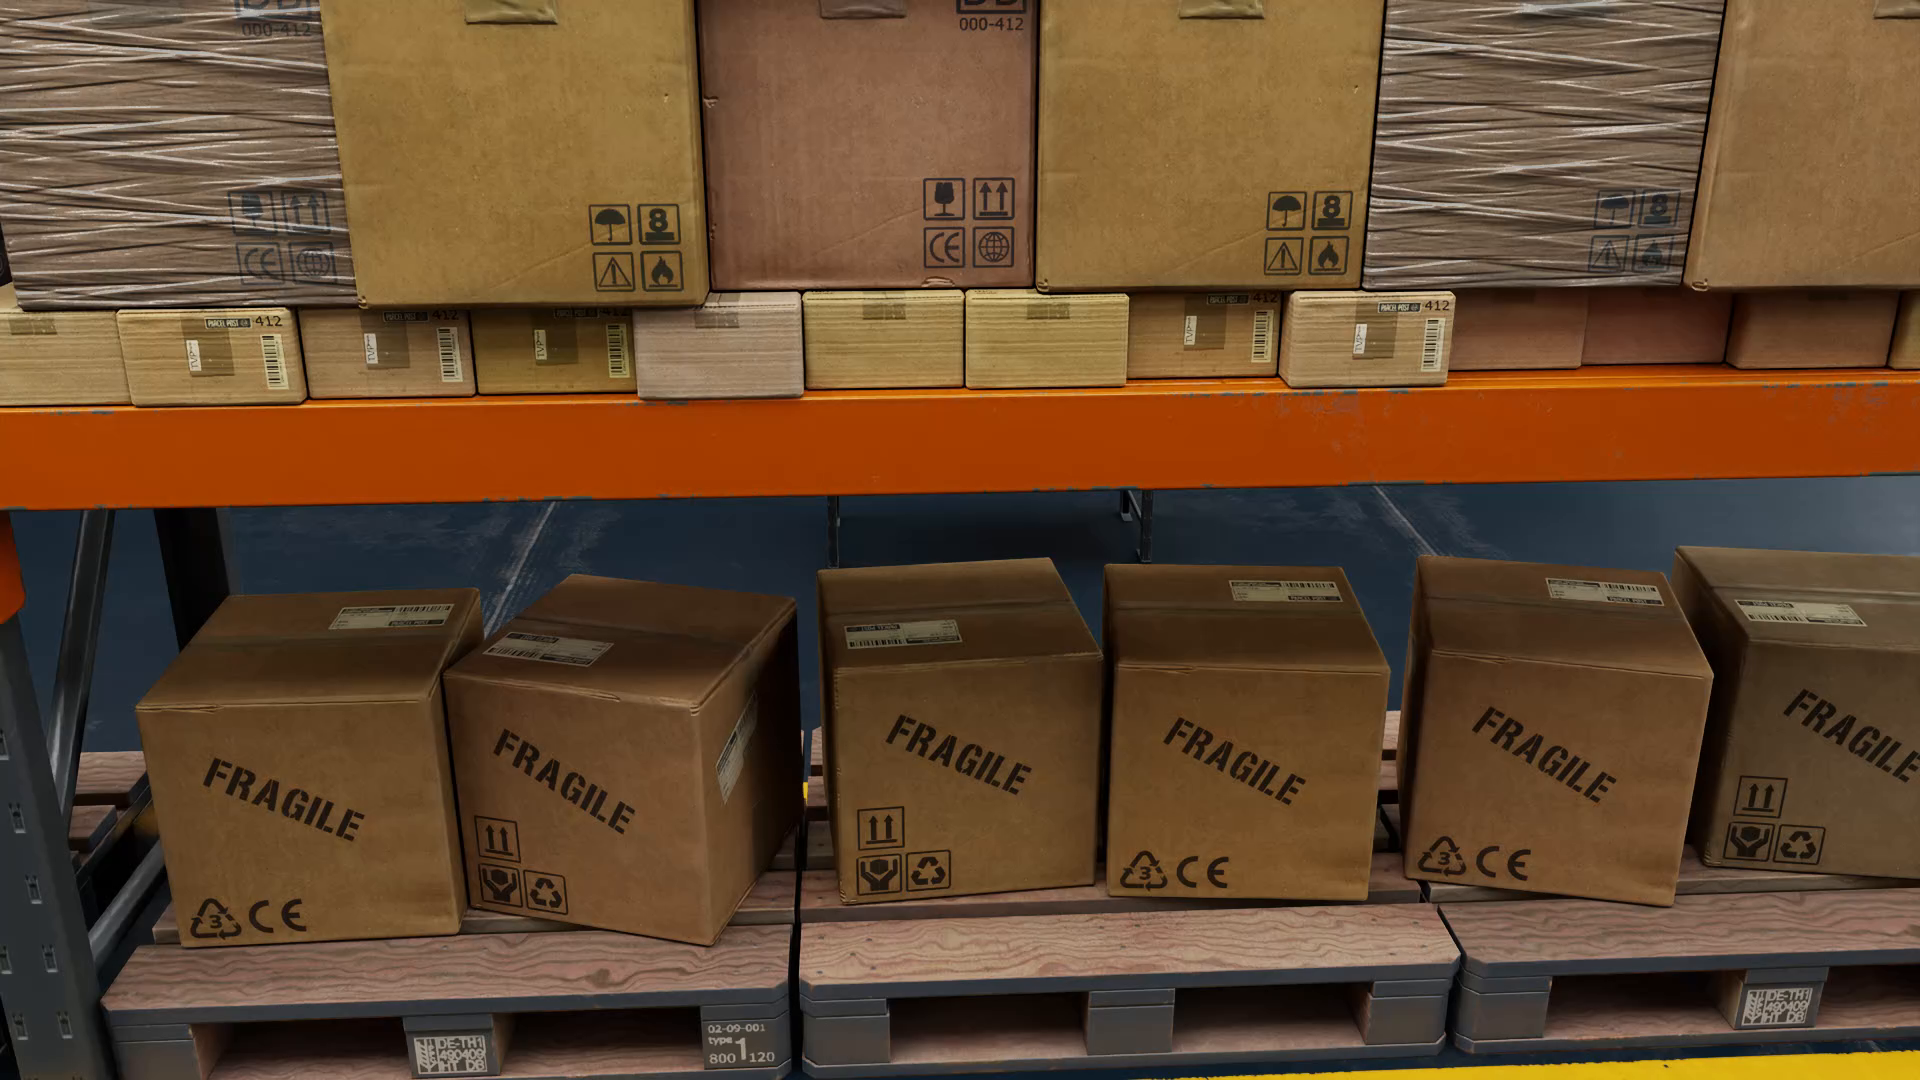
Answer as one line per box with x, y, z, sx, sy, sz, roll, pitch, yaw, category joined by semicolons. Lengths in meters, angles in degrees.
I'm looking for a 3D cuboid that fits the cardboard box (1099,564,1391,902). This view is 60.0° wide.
0.543;0.373;3.348;0.500;0.500;0.500;1;21;2;cardboard box

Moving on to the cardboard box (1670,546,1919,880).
1.764;0.343;3.427;0.500;0.500;0.500;3;21;7;cardboard box

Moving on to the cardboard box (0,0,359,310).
-1.152;-0.727;2.757;0.500;0.500;0.875;-1;21;-3;cardboard box

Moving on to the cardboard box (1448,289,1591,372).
0.869;-0.408;2.830;0.250;0.149;0.380;-1;21;-3;cardboard box

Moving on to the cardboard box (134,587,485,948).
-1.204;0.424;3.216;0.500;0.500;0.500;-2;21;-5;cardboard box

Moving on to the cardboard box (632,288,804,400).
-0.374;-0.349;2.675;0.250;0.149;0.380;-1;21;-3;cardboard box

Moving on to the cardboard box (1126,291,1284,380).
0.370;-0.391;2.785;0.250;0.149;0.380;-1;21;-3;cardboard box

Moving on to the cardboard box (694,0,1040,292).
-0.158;-0.771;2.872;0.500;0.500;0.875;-1;21;-3;cardboard box

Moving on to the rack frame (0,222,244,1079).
-1.605;-0.554;2.862;0.127;3.000;1.000;-1;21;-3;rack frame

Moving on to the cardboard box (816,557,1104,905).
-0.017;0.369;3.360;0.500;0.500;0.500;-3;21;-8;cardboard box

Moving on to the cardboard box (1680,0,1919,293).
1.345;-0.767;2.862;0.500;0.500;0.875;-1;21;-3;cardboard box

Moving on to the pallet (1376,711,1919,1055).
1.499;0.673;3.557;1.213;0.211;1.003;-1;21;-3;pallet

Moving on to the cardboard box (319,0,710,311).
-0.651;-0.725;2.751;0.500;0.500;0.875;-1;21;-3;cardboard box

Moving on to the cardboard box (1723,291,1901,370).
1.369;-0.411;2.839;0.250;0.149;0.380;-1;21;-3;cardboard box

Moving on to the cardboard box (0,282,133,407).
-1.373;-0.335;2.637;0.250;0.149;0.380;-1;21;-3;cardboard box

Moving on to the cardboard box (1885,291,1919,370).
1.619;-0.411;2.838;0.250;0.149;0.380;-1;21;-3;cardboard box

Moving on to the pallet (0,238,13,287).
-2.376;-0.501;2.991;1.213;0.211;1.003;-1;21;-3;pallet

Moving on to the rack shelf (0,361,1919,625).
0.392;-0.259;3.096;4.000;0.370;1.077;-1;21;-3;rack shelf

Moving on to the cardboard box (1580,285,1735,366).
1.117;-0.421;2.864;0.250;0.149;0.380;-1;21;-3;cardboard box

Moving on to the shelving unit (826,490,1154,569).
0.085;-0.703;5.359;1.048;1.500;0.538;-1;21;-3;shelving unit

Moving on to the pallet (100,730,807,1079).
-0.937;0.723;3.427;1.213;0.211;1.003;-1;21;-3;pallet

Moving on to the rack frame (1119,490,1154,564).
0.593;-0.713;5.386;0.032;1.500;0.500;-1;21;-3;rack frame

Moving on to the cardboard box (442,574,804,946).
-0.632;0.409;3.253;0.500;0.500;0.500;5;22;14;cardboard box

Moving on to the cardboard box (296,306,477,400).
-0.875;-0.350;2.678;0.250;0.149;0.380;-1;21;-3;cardboard box

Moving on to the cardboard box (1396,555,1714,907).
1.169;0.367;3.364;0.500;0.500;0.500;4;21;11;cardboard box

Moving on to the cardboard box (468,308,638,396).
-0.626;-0.358;2.700;0.250;0.149;0.380;-1;21;-3;cardboard box

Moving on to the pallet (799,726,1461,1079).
0.284;0.697;3.495;1.213;0.211;1.003;-1;21;-3;pallet

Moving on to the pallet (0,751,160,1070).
-2.382;0.765;3.315;1.213;0.211;1.003;-1;21;-3;pallet

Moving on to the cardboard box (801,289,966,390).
-0.127;-0.369;2.727;0.250;0.149;0.380;-1;21;-3;cardboard box

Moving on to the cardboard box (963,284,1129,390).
0.123;-0.370;2.730;0.250;0.149;0.380;-1;21;-3;cardboard box

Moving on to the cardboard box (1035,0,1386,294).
0.344;-0.766;2.860;0.500;0.500;0.875;-1;21;-3;cardboard box

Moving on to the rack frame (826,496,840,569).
-0.422;-0.692;5.332;0.032;1.500;0.500;-1;21;-3;rack frame

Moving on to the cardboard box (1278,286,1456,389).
0.624;-0.371;2.734;0.250;0.149;0.380;-1;21;-3;cardboard box

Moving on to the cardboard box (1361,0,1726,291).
0.844;-0.772;2.876;0.500;0.500;0.875;-1;21;-3;cardboard box

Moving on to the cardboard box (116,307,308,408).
-1.123;-0.335;2.638;0.250;0.149;0.380;-1;21;-3;cardboard box
